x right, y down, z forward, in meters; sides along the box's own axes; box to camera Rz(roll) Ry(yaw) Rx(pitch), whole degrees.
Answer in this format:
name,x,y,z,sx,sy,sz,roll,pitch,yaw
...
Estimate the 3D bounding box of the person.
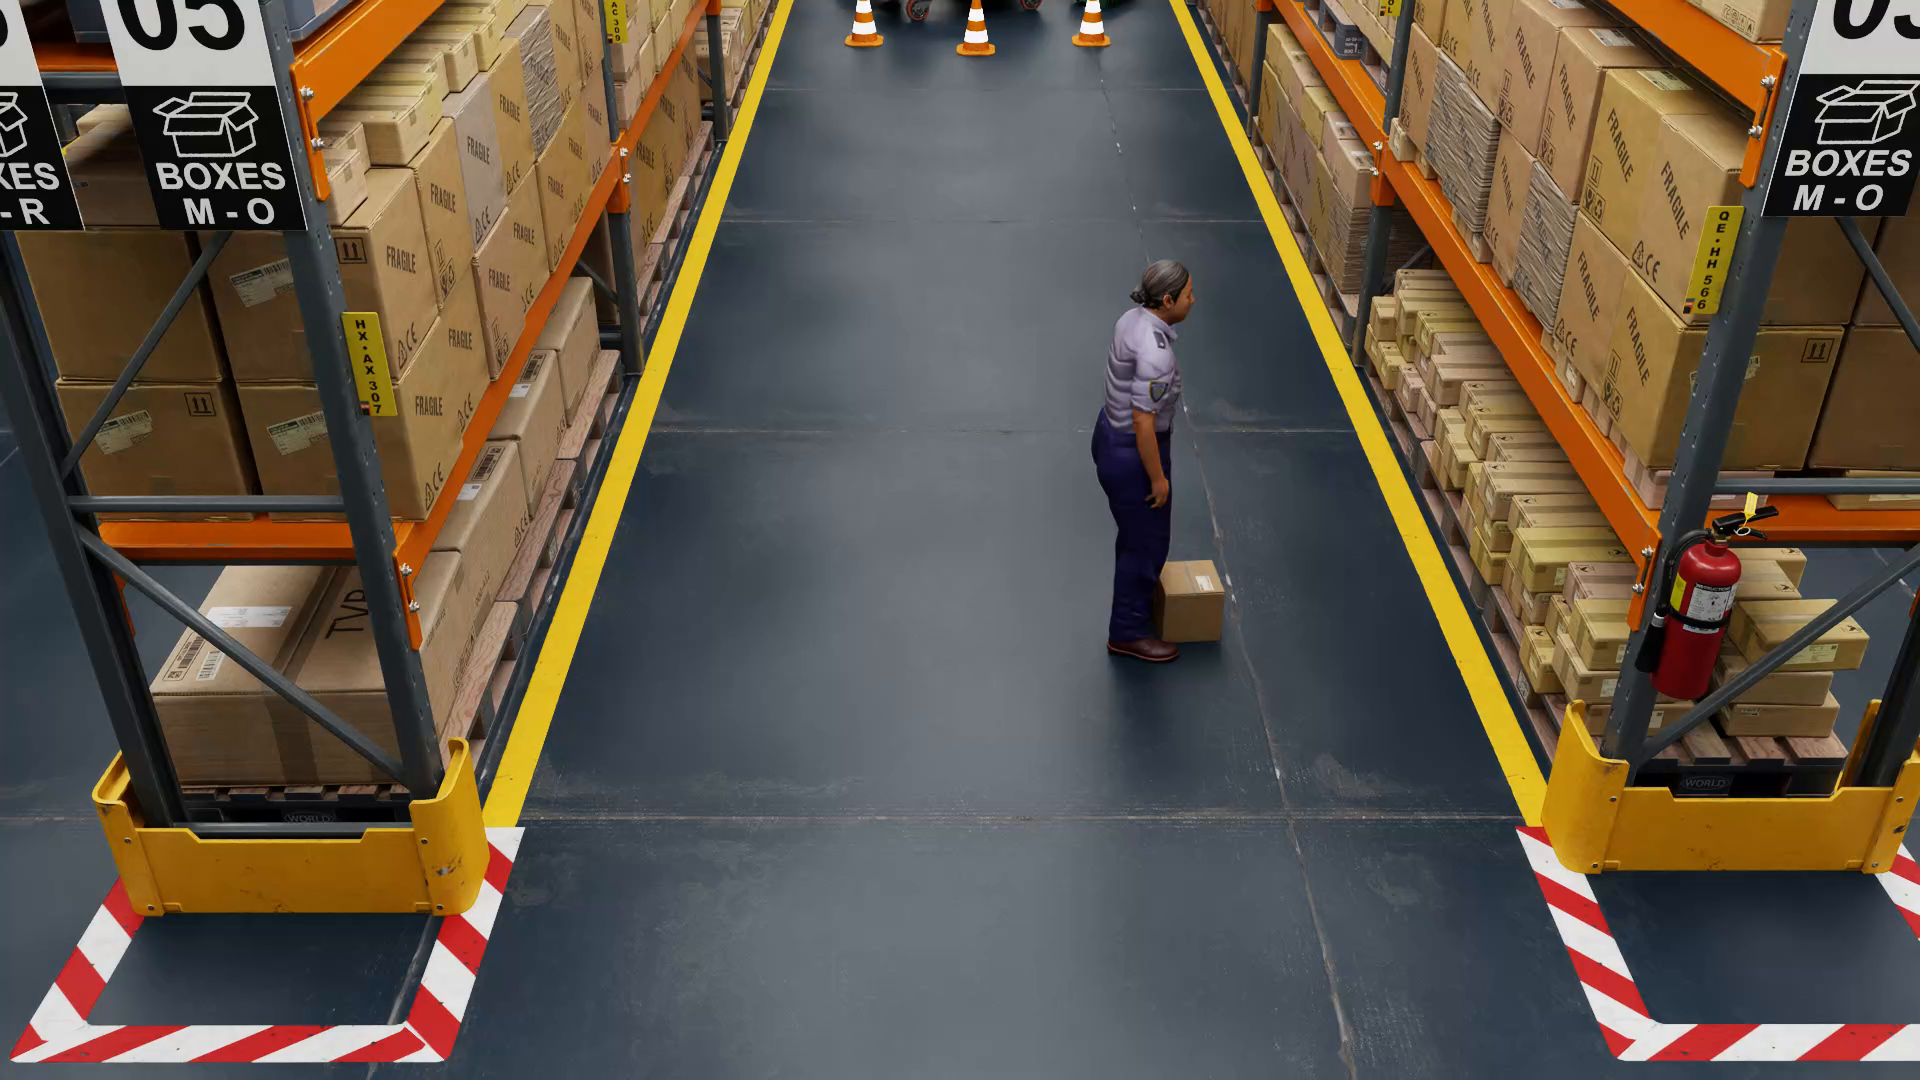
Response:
name,x,y,z,sx,sy,sz,roll,pitch,yaw
person,0.751,-0.334,6.683,0.423,1.652,0.564,-2,32,-3
